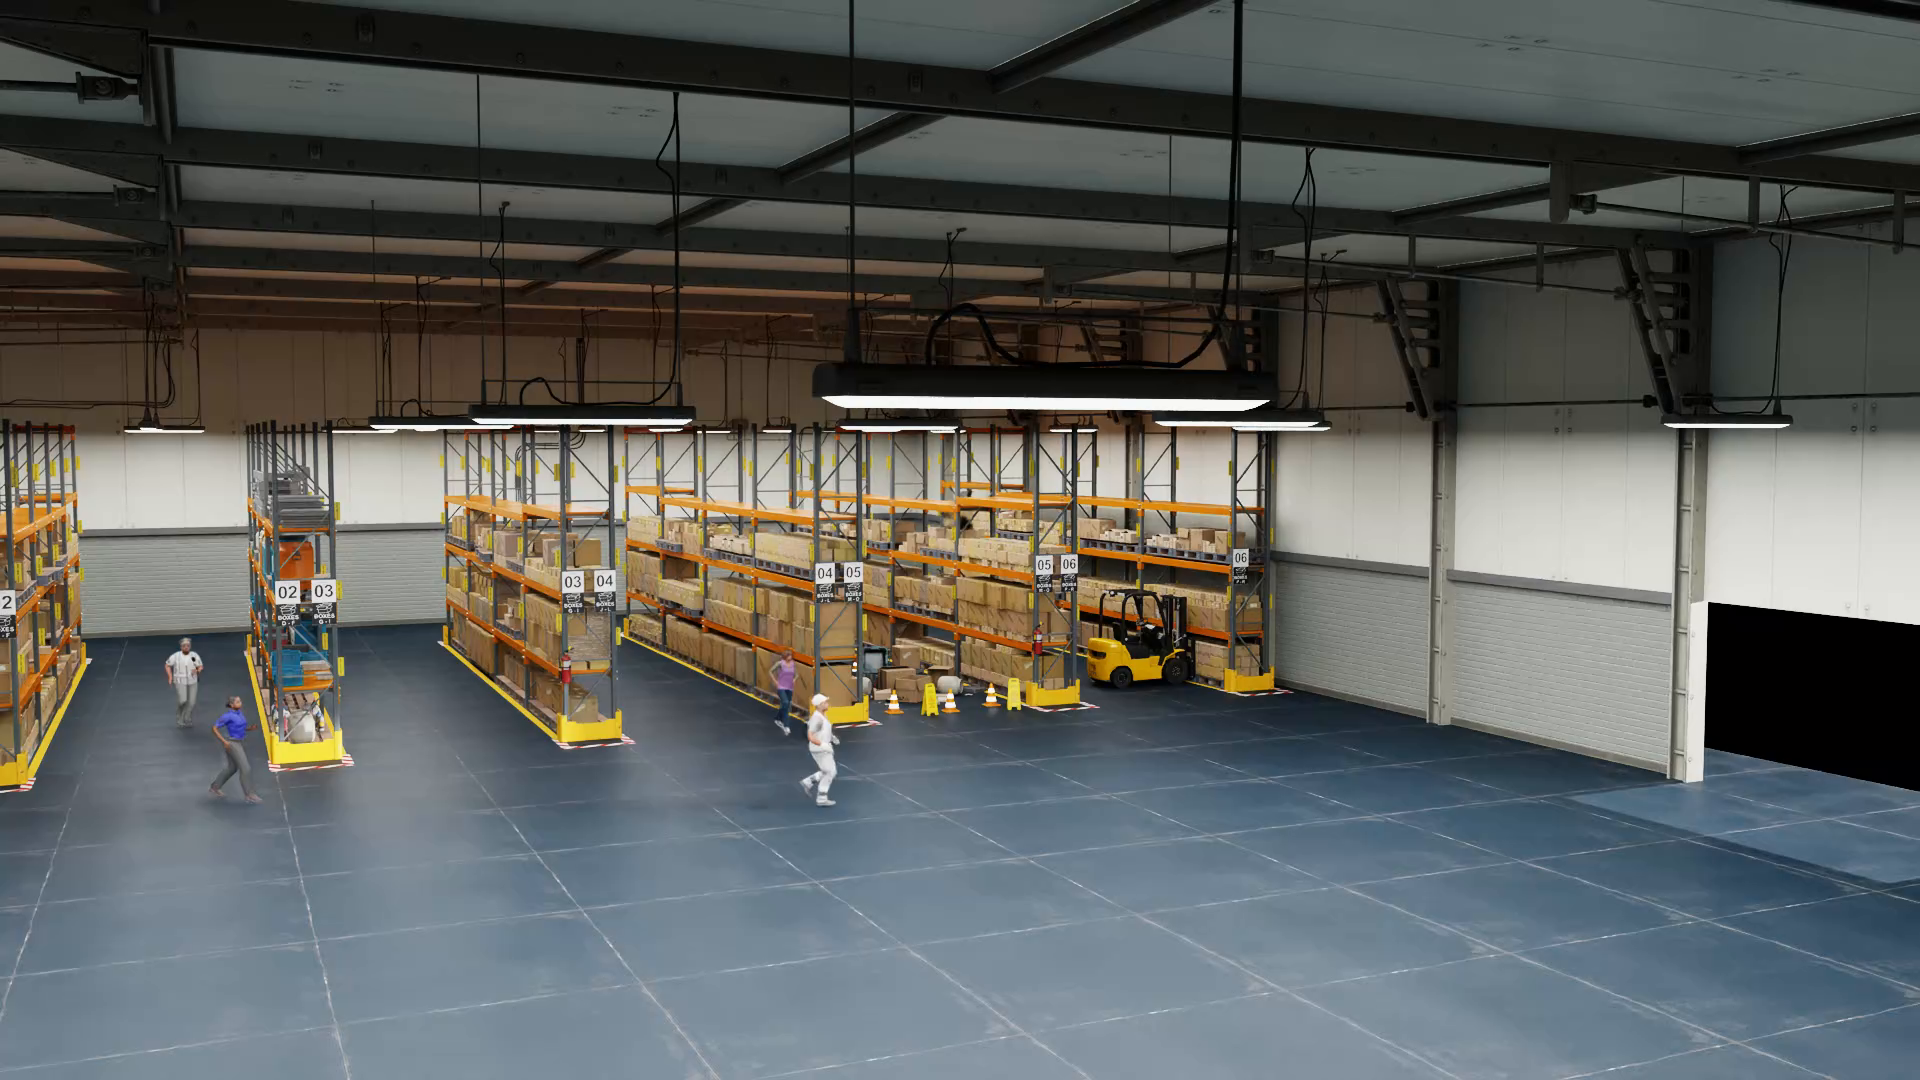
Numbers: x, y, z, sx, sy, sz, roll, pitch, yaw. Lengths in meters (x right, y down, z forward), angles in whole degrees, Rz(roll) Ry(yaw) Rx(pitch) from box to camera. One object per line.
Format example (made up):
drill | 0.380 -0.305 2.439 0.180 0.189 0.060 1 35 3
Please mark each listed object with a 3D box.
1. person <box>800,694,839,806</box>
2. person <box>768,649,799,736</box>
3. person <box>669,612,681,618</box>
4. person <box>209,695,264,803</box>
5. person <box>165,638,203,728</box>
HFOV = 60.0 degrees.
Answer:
person | -2.189 3.244 25.670 0.612 1.742 0.643 0 4 6
person | -3.361 2.913 32.165 0.538 1.612 0.830 -3 5 -41
person | -8.523 1.766 49.131 0.953 1.741 0.714 2 4 31
person | -11.302 3.265 25.932 0.867 1.665 0.562 0 4 -3
person | -15.184 2.806 32.625 0.642 1.750 0.666 -3 4 -37
